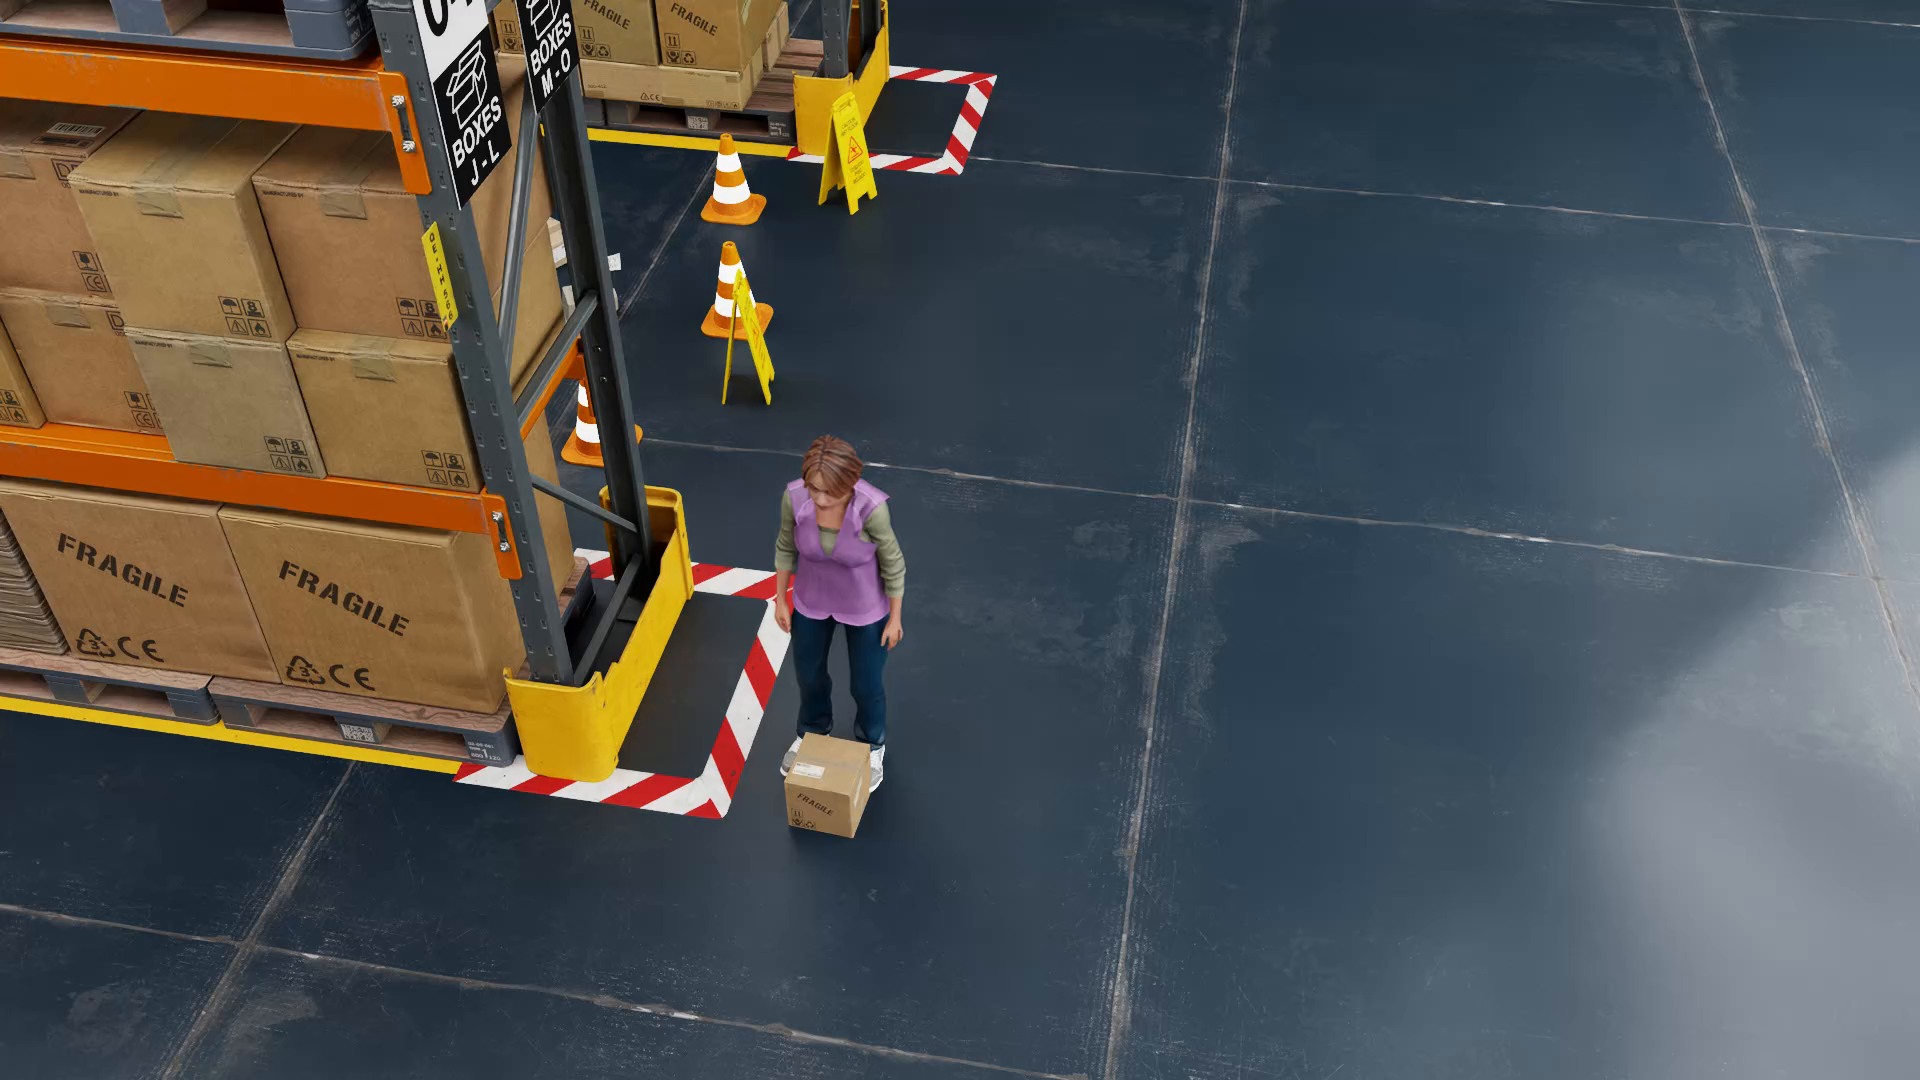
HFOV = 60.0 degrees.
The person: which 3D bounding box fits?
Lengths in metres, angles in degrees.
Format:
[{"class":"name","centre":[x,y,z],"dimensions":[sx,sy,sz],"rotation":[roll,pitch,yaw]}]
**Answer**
[{"class":"person","centre":[-0.426,0.247,5.883],"dimensions":[0.479,1.593,0.345],"rotation":[9,42,10]}]
